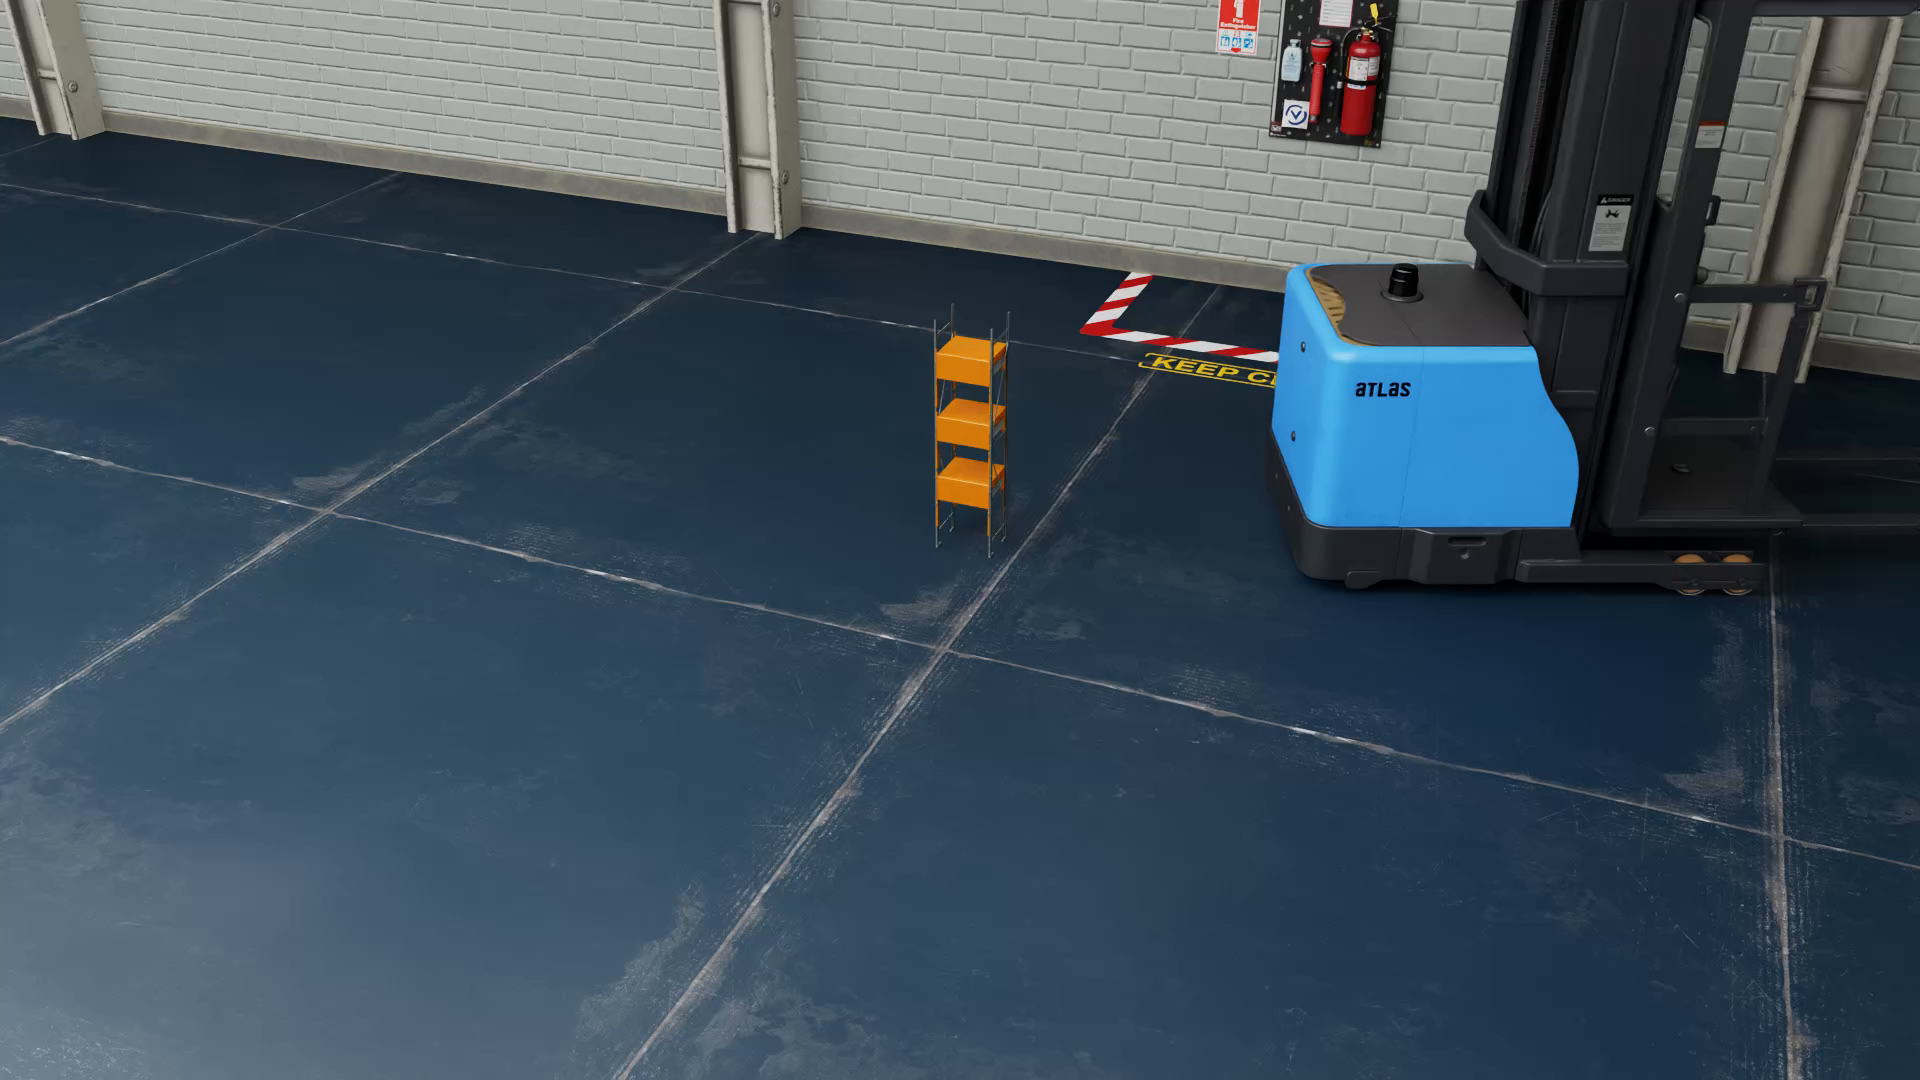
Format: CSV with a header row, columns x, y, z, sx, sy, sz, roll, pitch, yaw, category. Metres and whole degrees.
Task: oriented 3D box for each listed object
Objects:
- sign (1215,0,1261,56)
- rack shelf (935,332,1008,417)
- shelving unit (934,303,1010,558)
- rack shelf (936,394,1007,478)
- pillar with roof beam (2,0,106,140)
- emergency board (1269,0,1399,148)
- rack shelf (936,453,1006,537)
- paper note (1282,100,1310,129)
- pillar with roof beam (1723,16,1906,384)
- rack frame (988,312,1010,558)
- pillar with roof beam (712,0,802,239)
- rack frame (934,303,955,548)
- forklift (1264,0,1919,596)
x,y,z,sx,sy,sz,roll,pitch,yaw,category
1.545,-2.869,9.241,0.234,0.329,0.001,11,31,19,sign
0.050,-0.685,6.840,0.240,0.259,0.215,11,31,19,rack shelf
0.050,-0.447,6.974,0.252,1.050,0.215,11,31,19,shelving unit
0.050,-0.438,6.979,0.240,0.259,0.215,11,31,19,rack shelf
-8.443,-5.098,7.125,0.400,9.000,9.100,11,31,19,pillar with roof beam
2.019,-2.704,8.985,0.643,1.169,0.194,11,31,19,emergency board
0.050,-0.196,7.116,0.240,0.259,0.215,11,31,19,rack shelf
1.881,-2.385,9.316,0.142,0.148,0.016,11,31,19,paper note
2.676,-2.878,3.197,0.400,9.000,9.100,11,31,19,pillar with roof beam
0.163,-0.425,6.934,0.008,1.050,0.200,11,31,19,rack frame
-2.884,-3.988,5.161,0.400,9.000,9.100,11,31,19,pillar with roof beam
-0.063,-0.470,7.014,0.008,1.050,0.200,11,31,19,rack frame
2.913,-1.310,6.589,3.031,2.935,1.130,0,29,0,forklift
